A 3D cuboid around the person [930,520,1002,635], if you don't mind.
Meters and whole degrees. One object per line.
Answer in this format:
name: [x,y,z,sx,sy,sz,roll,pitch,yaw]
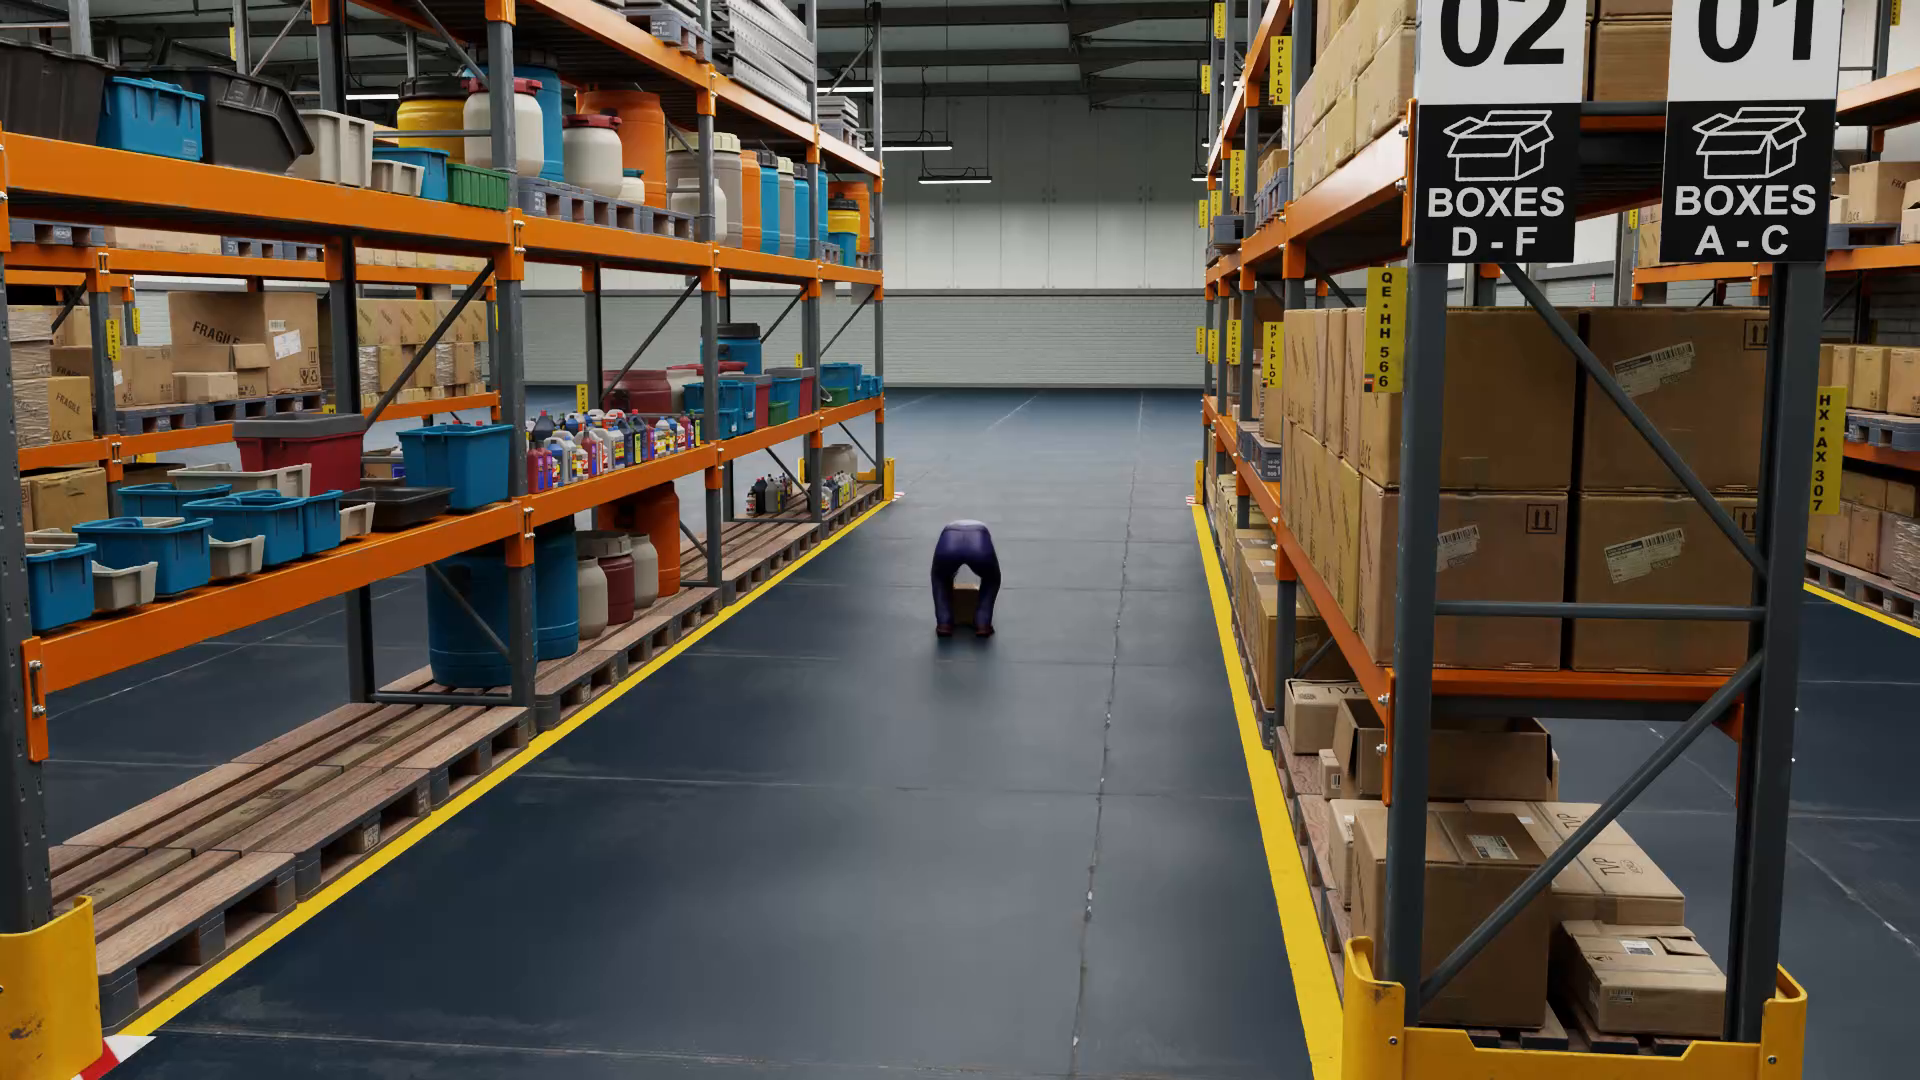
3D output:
person: [0.042,0.248,12.104,0.521,0.830,0.900,0,8,4]
